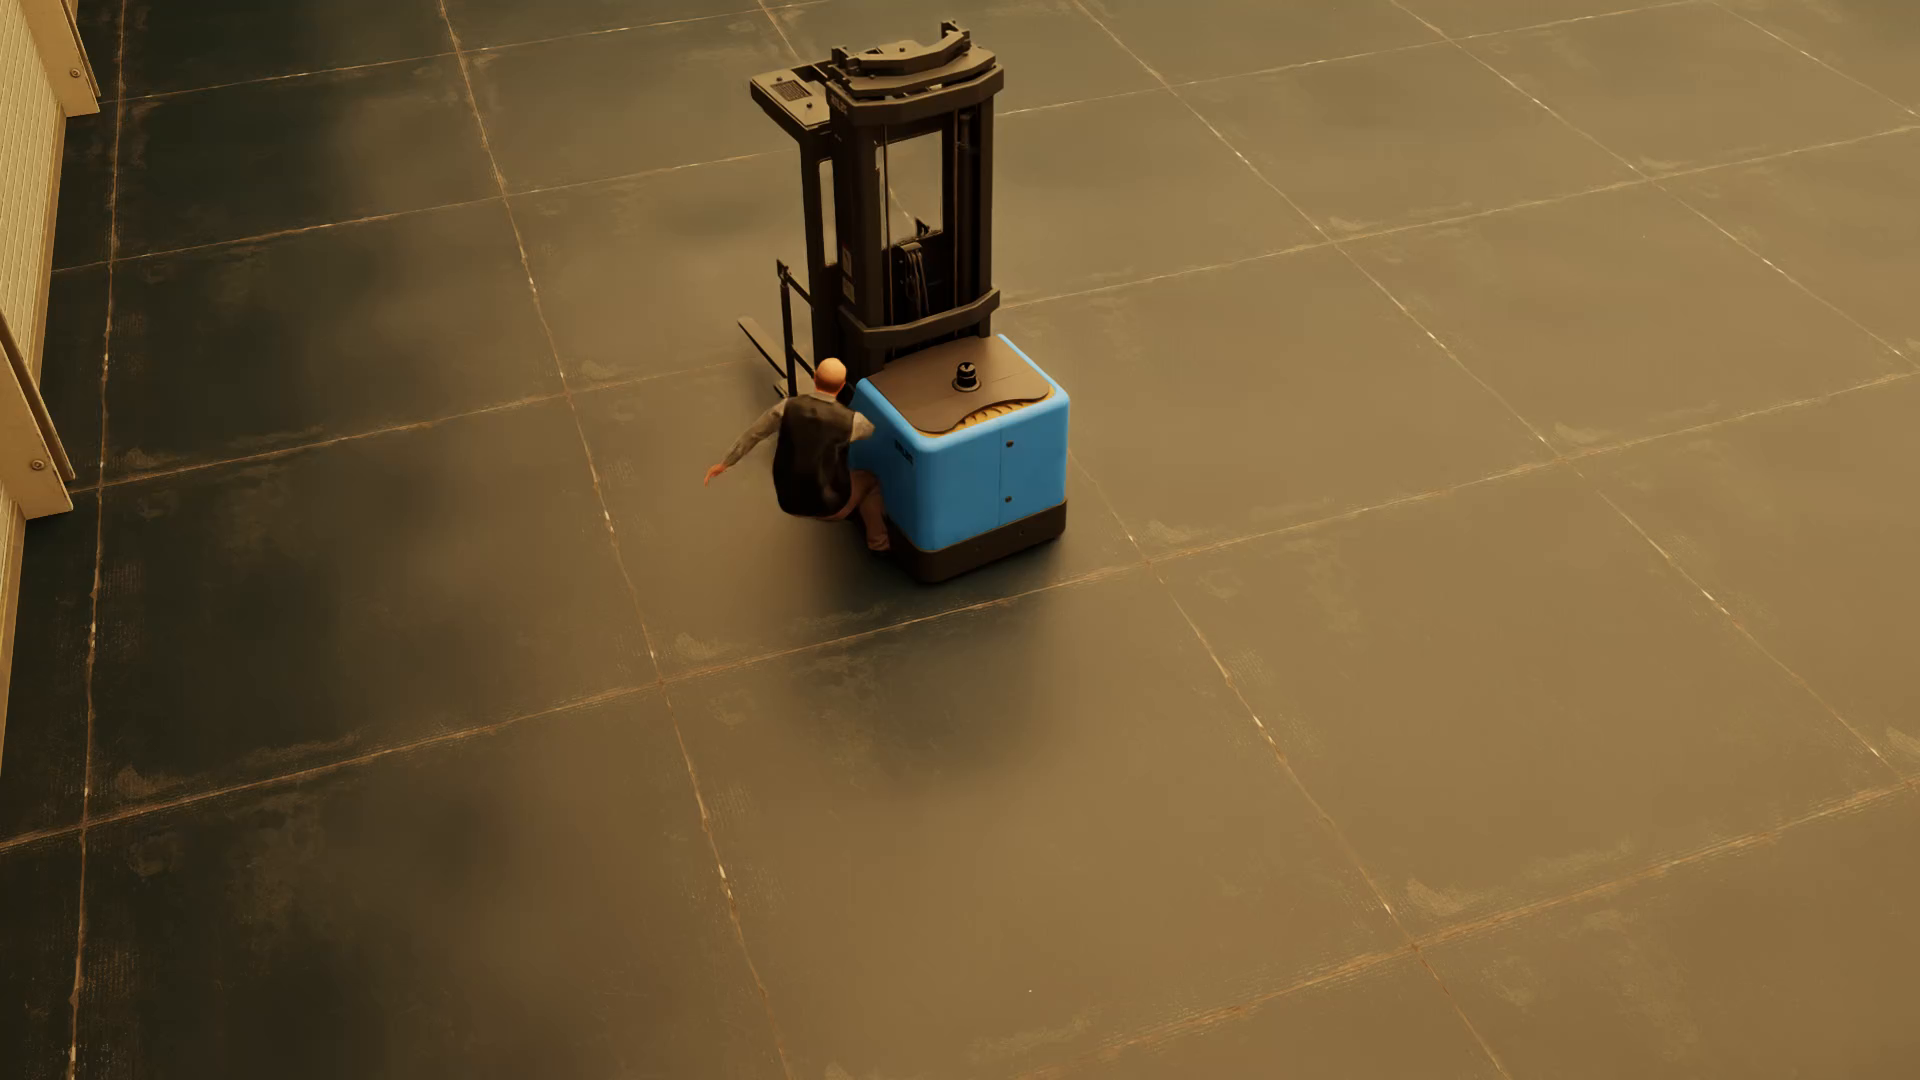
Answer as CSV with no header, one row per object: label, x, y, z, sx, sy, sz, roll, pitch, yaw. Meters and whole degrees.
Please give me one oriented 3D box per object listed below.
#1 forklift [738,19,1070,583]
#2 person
forklift,-0.526,-1.797,10.137,1.130,2.935,3.031,-21,44,-23
person,-0.870,-0.475,9.796,1.047,1.443,0.939,7,41,9
